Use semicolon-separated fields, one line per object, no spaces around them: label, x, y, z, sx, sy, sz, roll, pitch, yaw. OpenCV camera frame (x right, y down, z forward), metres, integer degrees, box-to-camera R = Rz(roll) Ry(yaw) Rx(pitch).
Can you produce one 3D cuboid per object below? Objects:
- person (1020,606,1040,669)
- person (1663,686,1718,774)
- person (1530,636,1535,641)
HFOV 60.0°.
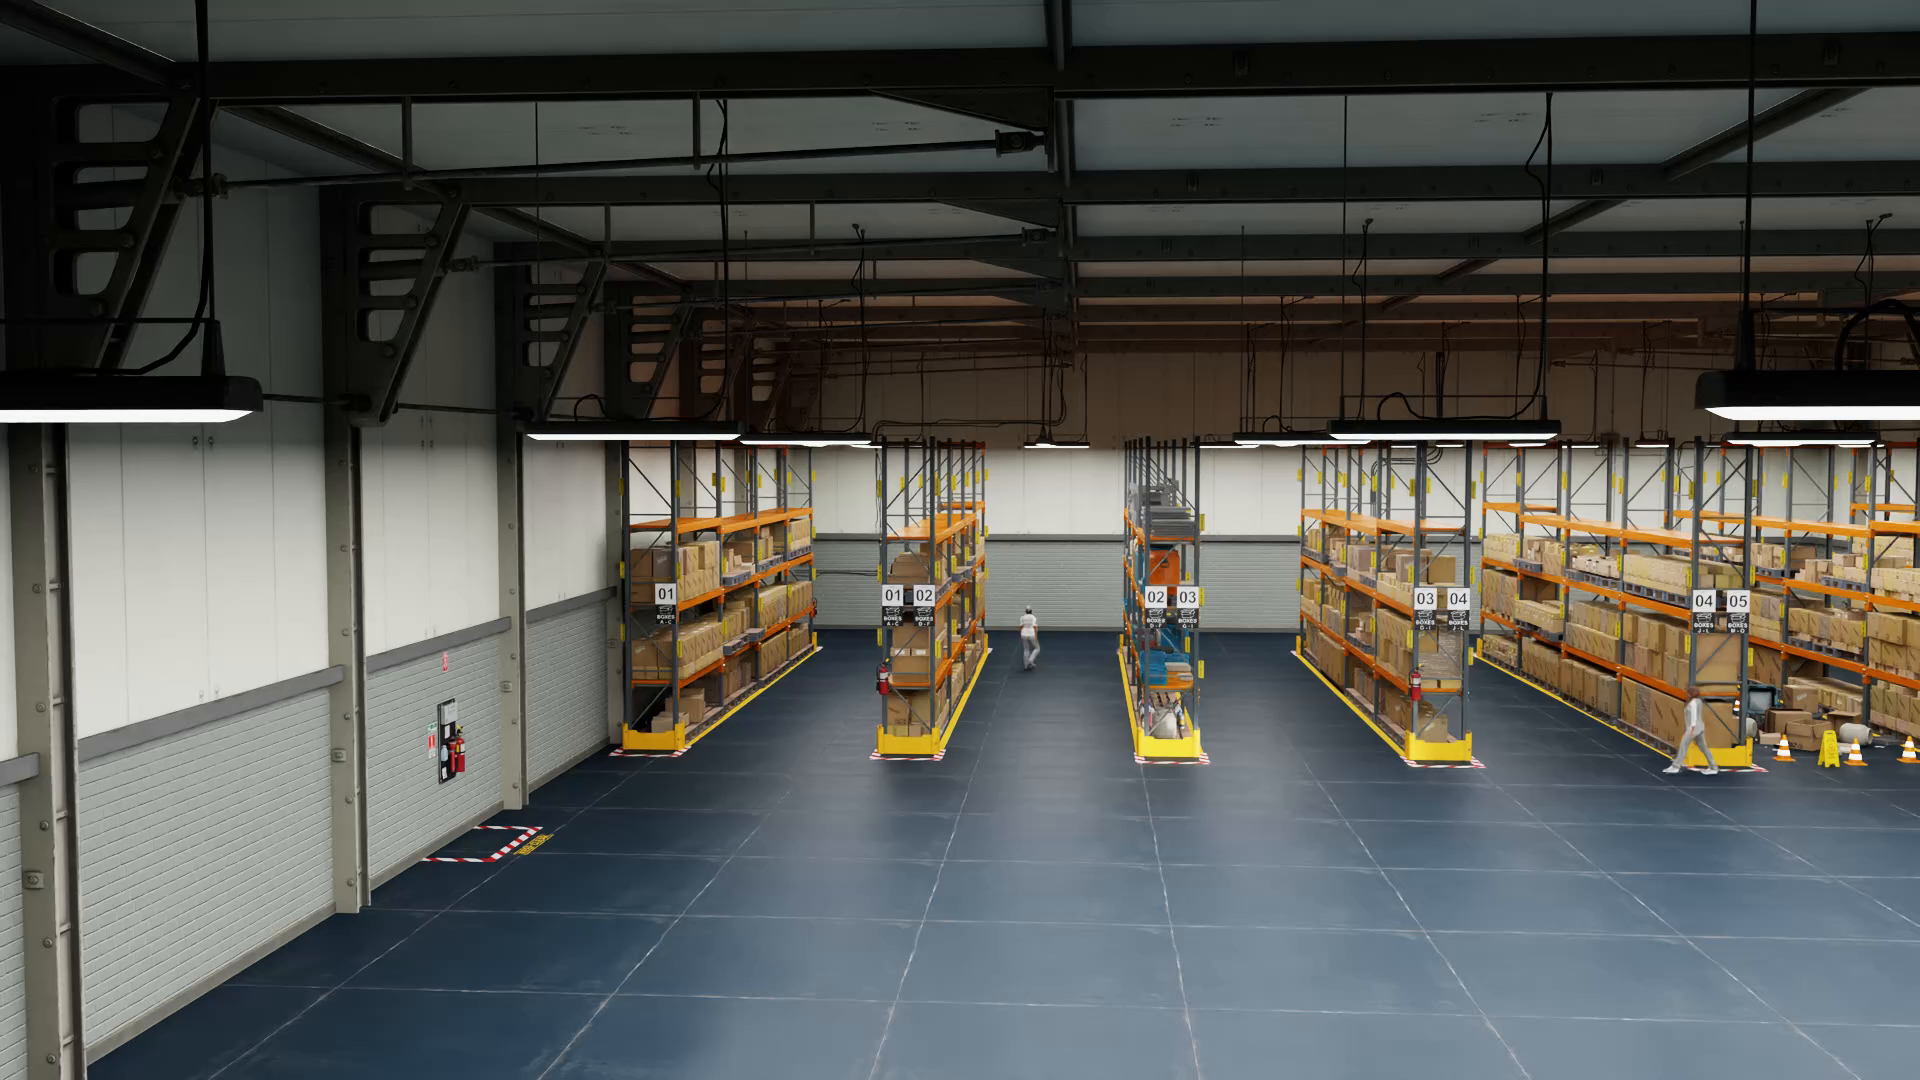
person;1.809;2.560;43.692;0.521;1.662;0.488;1;3;23
person;12.958;3.358;29.423;0.864;1.559;0.451;2;4;39
person;16.907;2.251;48.687;0.650;1.575;0.448;-2;3;-27
